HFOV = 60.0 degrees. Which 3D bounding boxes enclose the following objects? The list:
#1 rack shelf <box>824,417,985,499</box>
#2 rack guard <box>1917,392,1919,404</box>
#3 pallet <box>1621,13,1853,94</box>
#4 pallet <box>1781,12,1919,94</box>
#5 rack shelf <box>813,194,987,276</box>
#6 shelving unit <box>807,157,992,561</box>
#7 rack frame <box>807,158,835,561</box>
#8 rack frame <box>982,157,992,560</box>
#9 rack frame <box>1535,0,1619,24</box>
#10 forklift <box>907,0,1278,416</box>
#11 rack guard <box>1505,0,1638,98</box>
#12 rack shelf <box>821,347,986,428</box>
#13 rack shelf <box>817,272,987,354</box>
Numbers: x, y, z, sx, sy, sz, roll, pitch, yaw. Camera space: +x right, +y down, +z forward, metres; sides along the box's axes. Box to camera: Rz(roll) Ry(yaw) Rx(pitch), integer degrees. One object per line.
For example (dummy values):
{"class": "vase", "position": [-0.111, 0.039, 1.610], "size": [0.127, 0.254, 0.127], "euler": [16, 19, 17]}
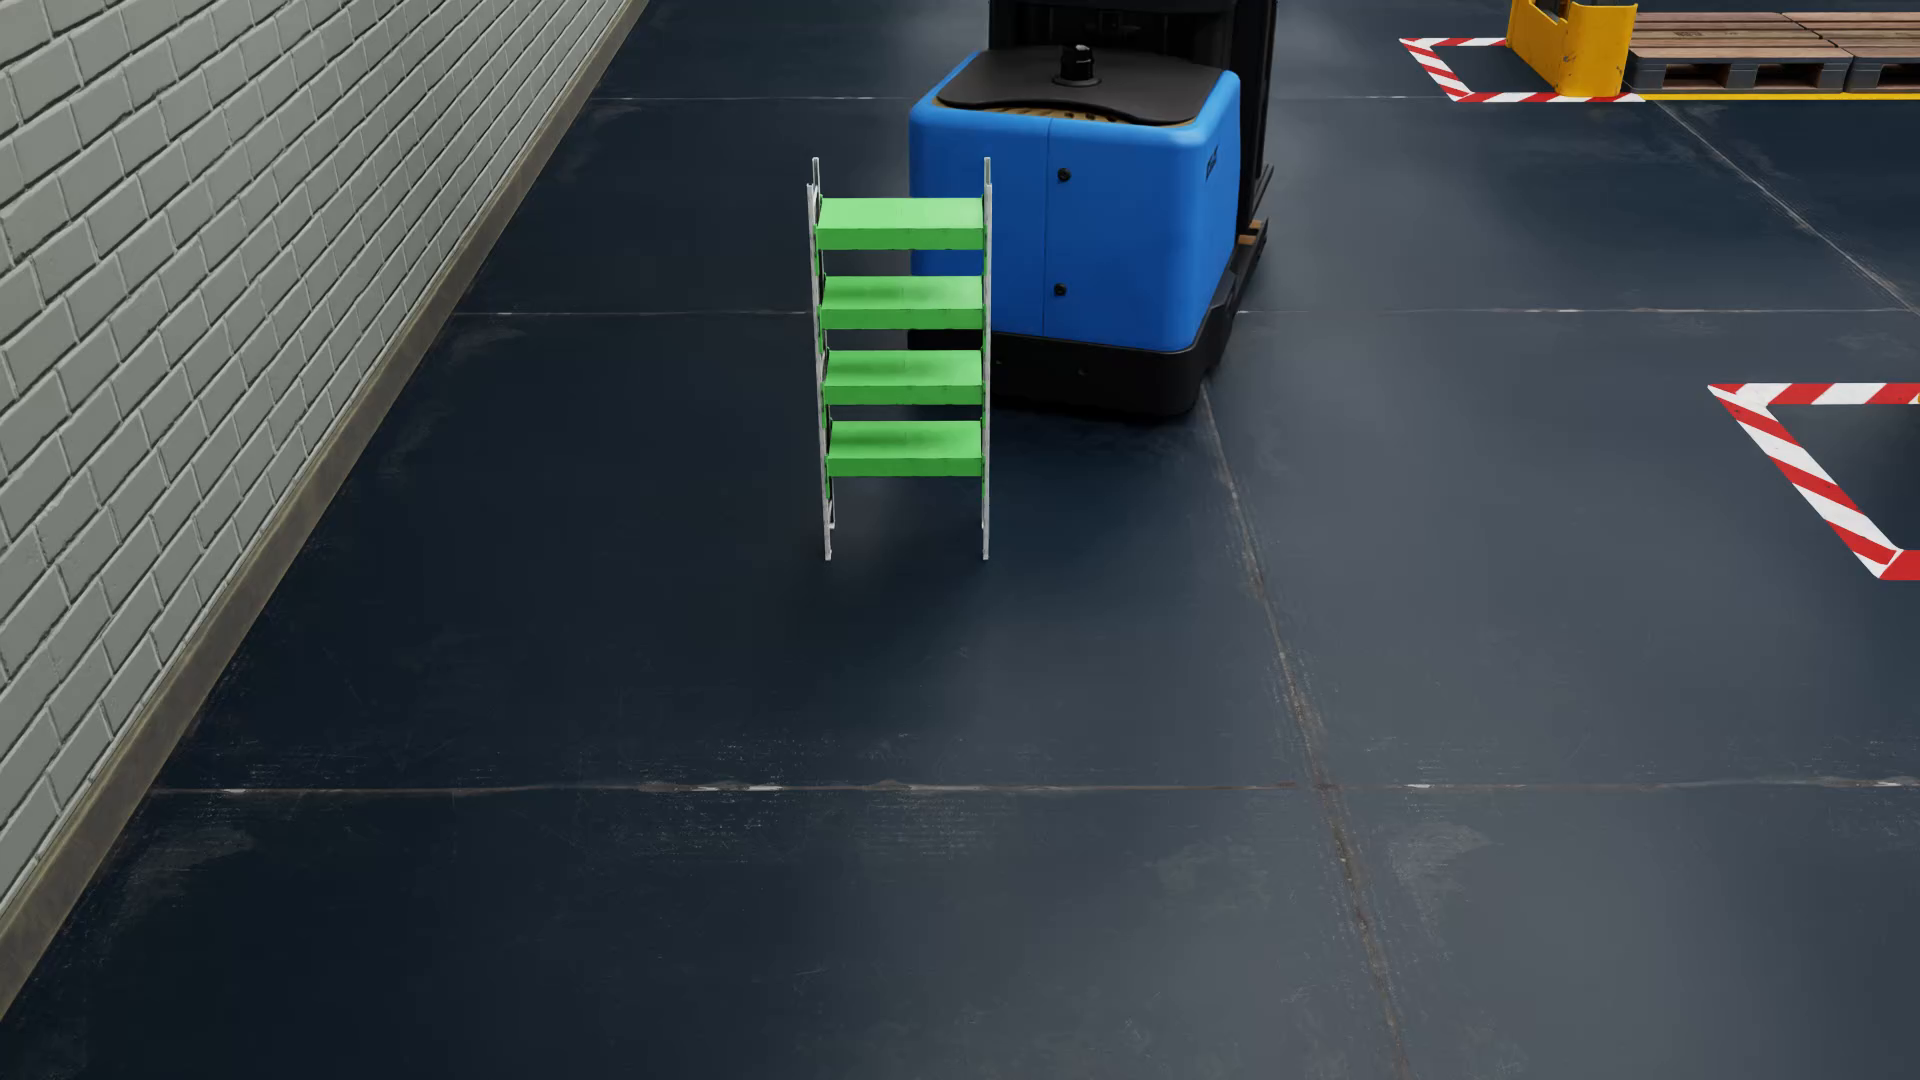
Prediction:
{"class": "rack shelf", "position": [-0.166, -0.253, 5.096], "size": [0.480, 0.148, 0.258], "euler": [0, 31, 0]}
{"class": "rack guard", "position": [3.678, -0.445, 5.501], "size": [0.348, 0.500, 1.175], "euler": [0, 31, 0]}
{"class": "pallet", "position": [4.401, -2.873, 9.781], "size": [1.213, 0.211, 1.003], "euler": [0, 31, 0]}
{"class": "pallet", "position": [5.618, -2.875, 9.785], "size": [1.213, 0.211, 1.003], "euler": [0, 31, 0]}
{"class": "rack shelf", "position": [-0.166, -0.868, 4.722], "size": [0.480, 0.148, 0.258], "euler": [0, 31, 0]}
{"class": "shelving unit", "position": [-0.166, -0.512, 4.938], "size": [0.503, 1.200, 0.258], "euler": [0, 31, 0]}
{"class": "rack frame", "position": [-0.410, -0.512, 4.937], "size": [0.015, 1.200, 0.240], "euler": [0, 31, 0]}
{"class": "rack frame", "position": [0.078, -0.513, 4.939], "size": [0.015, 1.200, 0.240], "euler": [0, 31, 0]}
{"class": "rack frame", "position": [3.576, -4.082, 9.087], "size": [0.127, 3.000, 1.000], "euler": [0, 31, 0]}
{"class": "forklift", "position": [0.720, -2.444, 6.452], "size": [1.130, 2.935, 3.031], "euler": [9, 32, 14]}
{"class": "rack guard", "position": [3.552, -3.007, 9.724], "size": [0.348, 0.500, 1.175], "euler": [0, 31, 0]}
{"class": "rack shelf", "position": [-0.166, -0.458, 4.971], "size": [0.480, 0.148, 0.258], "euler": [0, 31, 0]}
{"class": "rack shelf", "position": [-0.166, -0.663, 4.847], "size": [0.480, 0.148, 0.258], "euler": [0, 31, 0]}
